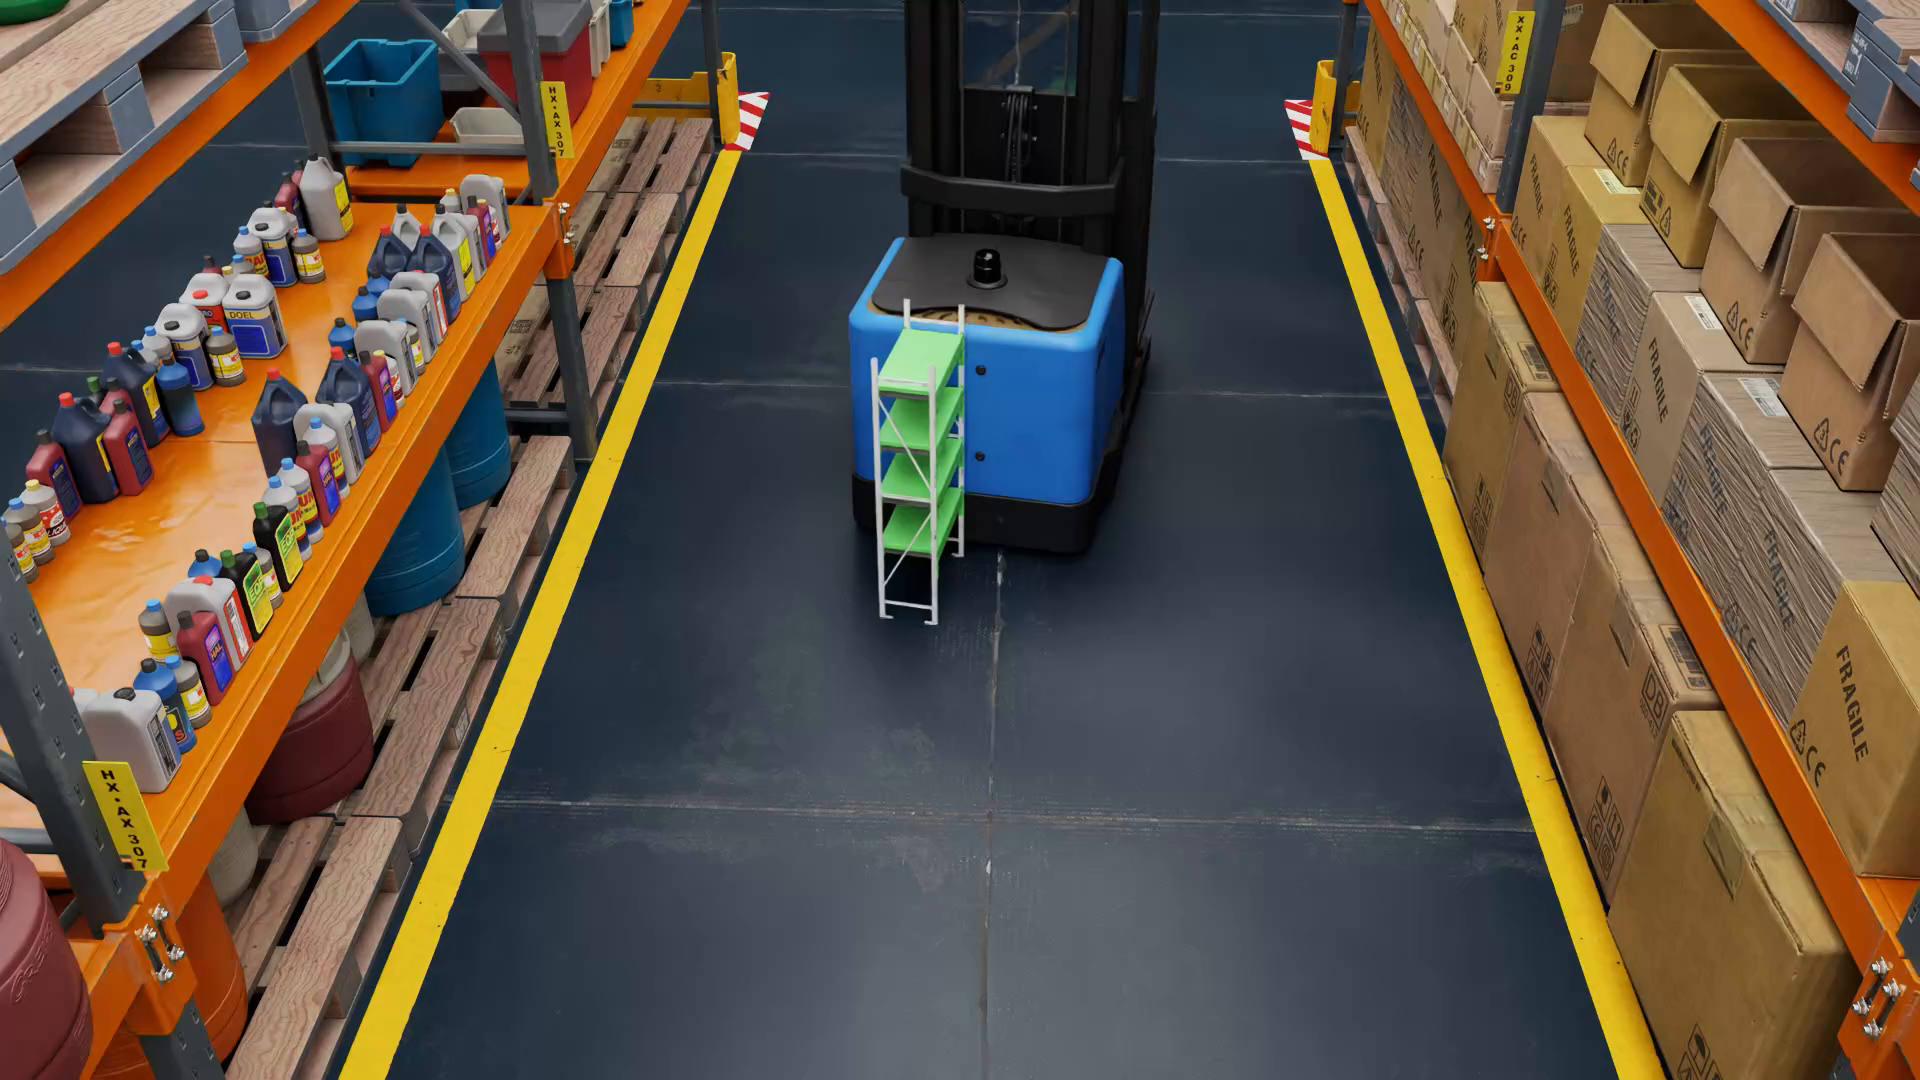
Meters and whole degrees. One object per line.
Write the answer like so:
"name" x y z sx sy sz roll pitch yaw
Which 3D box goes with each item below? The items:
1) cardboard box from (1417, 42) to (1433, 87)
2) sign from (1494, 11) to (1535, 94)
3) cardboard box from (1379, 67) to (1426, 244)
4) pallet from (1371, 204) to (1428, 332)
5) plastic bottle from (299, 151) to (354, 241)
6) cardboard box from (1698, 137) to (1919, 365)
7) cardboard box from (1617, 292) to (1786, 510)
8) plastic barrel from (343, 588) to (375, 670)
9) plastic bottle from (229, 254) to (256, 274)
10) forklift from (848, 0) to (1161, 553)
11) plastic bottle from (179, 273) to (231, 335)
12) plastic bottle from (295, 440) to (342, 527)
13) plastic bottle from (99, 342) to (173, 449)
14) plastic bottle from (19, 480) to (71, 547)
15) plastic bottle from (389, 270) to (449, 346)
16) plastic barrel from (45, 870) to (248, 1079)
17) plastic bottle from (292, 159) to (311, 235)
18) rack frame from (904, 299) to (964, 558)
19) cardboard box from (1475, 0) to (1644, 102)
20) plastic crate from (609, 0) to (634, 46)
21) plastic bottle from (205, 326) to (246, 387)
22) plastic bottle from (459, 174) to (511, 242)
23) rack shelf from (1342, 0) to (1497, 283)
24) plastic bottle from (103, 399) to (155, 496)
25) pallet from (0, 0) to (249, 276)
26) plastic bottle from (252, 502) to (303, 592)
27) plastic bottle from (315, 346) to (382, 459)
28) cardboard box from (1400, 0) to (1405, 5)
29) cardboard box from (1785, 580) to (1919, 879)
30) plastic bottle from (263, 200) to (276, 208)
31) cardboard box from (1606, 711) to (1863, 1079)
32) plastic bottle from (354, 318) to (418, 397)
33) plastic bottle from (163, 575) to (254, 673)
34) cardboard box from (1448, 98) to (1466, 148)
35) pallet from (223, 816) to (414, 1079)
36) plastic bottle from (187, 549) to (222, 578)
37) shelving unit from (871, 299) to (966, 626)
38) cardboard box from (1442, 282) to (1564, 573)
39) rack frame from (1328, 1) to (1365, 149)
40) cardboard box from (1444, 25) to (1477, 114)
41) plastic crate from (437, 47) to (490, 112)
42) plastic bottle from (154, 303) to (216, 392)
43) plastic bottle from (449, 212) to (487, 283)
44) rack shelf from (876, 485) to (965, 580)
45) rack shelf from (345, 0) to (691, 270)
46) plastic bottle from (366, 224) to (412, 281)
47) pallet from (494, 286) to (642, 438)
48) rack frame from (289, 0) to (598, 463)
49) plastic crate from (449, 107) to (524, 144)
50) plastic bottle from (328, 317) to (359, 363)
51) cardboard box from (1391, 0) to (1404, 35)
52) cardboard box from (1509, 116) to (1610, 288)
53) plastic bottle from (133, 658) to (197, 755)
"cardboard box" 2.474 -2.337 8.185 0.380 0.149 0.250 1 35 1
"sign" 2.183 -1.917 6.547 0.100 0.325 0.005 1 35 2
"cardboard box" 2.916 -2.227 9.293 0.875 0.875 0.875 1 35 2
"pallet" 2.892 -1.516 9.223 1.003 0.211 1.213 1 35 2
"plastic bottle" -2.551 -1.395 6.669 0.144 0.351 0.185 1 35 2
"cardboard box" 2.672 -0.851 4.893 0.797 0.503 0.637 2 35 3
"cardboard box" 2.414 -0.428 5.163 0.500 0.500 0.500 2 35 3
"plastic barrel" -2.391 0.254 6.078 0.421 0.512 0.421 0 35 0
"plastic bottle" -2.661 -0.962 6.183 0.097 0.201 0.097 0 35 0
"forklift" 0.357 -1.989 7.531 1.130 2.935 3.031 7 36 10
"plastic bottle" -2.648 -0.793 5.878 0.152 0.276 0.135 1 35 2
"plastic bottle" -1.940 -0.191 5.015 0.061 0.283 0.133 1 35 2
"plastic bottle" -2.675 -0.487 5.377 0.144 0.351 0.185 1 35 2
"plastic bottle" -2.723 -0.086 4.936 0.097 0.201 0.097 0 35 0
"plastic bottle" -1.939 -0.849 5.957 0.152 0.276 0.135 1 35 2
"plastic barrel" -2.370 1.100 4.599 0.600 0.830 0.708 1 35 2
"plastic bottle" -2.652 -1.384 6.713 0.061 0.283 0.133 1 35 2
"rack frame" -0.102 -0.435 6.825 0.240 1.200 0.015 7 36 10
"cardboard box" 2.489 -2.156 6.929 0.500 0.500 0.500 2 35 3
"plastic crate" -1.877 -2.701 8.578 0.416 0.233 0.300 1 35 2
"plastic bottle" -2.532 -0.637 5.721 0.097 0.201 0.097 0 35 0
"plastic bottle" -1.904 -1.348 6.668 0.152 0.276 0.135 1 35 2
"rack shelf" 2.818 -2.373 8.644 1.077 0.370 4.000 1 35 2
"plastic bottle" -2.585 -0.289 5.154 0.061 0.283 0.133 1 35 2
"pallet" -2.244 -0.922 3.509 1.003 0.211 1.213 1 35 2
"plastic bottle" -1.953 -0.003 4.746 0.061 0.283 0.133 1 35 2
"plastic bottle" -1.966 -0.444 5.316 0.144 0.351 0.185 1 35 2
"cardboard box" 2.571 -3.020 8.810 0.500 0.250 0.500 0 35 0
"cardboard box" 2.349 0.449 3.915 0.500 0.500 0.500 2 35 3
"plastic bottle" -2.648 -1.180 6.433 0.097 0.271 0.097 0 35 0
"cardboard box" 2.625 1.081 4.586 1.225 0.875 0.875 0 35 0
"plastic bottle" -1.954 -0.638 5.657 0.152 0.276 0.135 1 35 2
"plastic bottle" -2.013 0.209 4.452 0.152 0.276 0.135 1 35 2
"cardboard box" 2.443 -1.894 7.555 0.380 0.149 0.250 1 35 1
"pallet" -2.382 1.352 5.143 1.003 0.211 1.213 1 35 2
"plastic bottle" -2.042 0.143 4.549 0.097 0.271 0.097 0 35 0
"shelving unit" -0.155 -0.298 6.630 0.258 1.200 0.503 7 36 10
"cardboard box" 2.732 -0.453 6.768 1.225 0.875 0.875 1 35 2
"rack frame" 2.898 -3.817 10.072 1.000 3.000 0.127 1 35 2
"cardboard box" 2.511 -2.136 7.552 0.500 0.250 0.500 2 35 3
"plastic crate" -2.435 -2.194 7.951 0.437 0.125 0.590 1 35 2
"plastic bottle" -2.657 -0.660 5.688 0.152 0.276 0.135 1 35 2
"plastic bottle" -1.919 -1.138 6.369 0.152 0.276 0.135 1 35 2
"rack shelf" -0.155 -0.049 6.805 0.258 0.148 0.480 7 36 10
"rack shelf" -2.131 -2.488 8.807 1.077 0.370 4.000 1 35 2
"plastic bottle" -2.073 -0.974 6.070 0.144 0.351 0.185 1 35 2
"pallet" -2.221 -0.915 8.369 1.003 0.211 1.213 1 35 2
"rack frame" -2.211 -1.633 6.965 1.000 3.000 0.127 1 35 2
"plastic crate" -2.050 -1.814 7.399 0.396 0.136 0.243 1 35 2
"plastic bottle" -2.079 -0.628 5.647 0.097 0.271 0.097 0 35 0
"cardboard box" 2.505 -2.779 8.814 0.380 0.149 0.250 1 35 1
"cardboard box" 2.469 -1.301 6.406 0.500 0.500 0.500 1 35 2
"plastic bottle" -2.000 0.411 4.169 0.097 0.271 0.097 0 35 0
